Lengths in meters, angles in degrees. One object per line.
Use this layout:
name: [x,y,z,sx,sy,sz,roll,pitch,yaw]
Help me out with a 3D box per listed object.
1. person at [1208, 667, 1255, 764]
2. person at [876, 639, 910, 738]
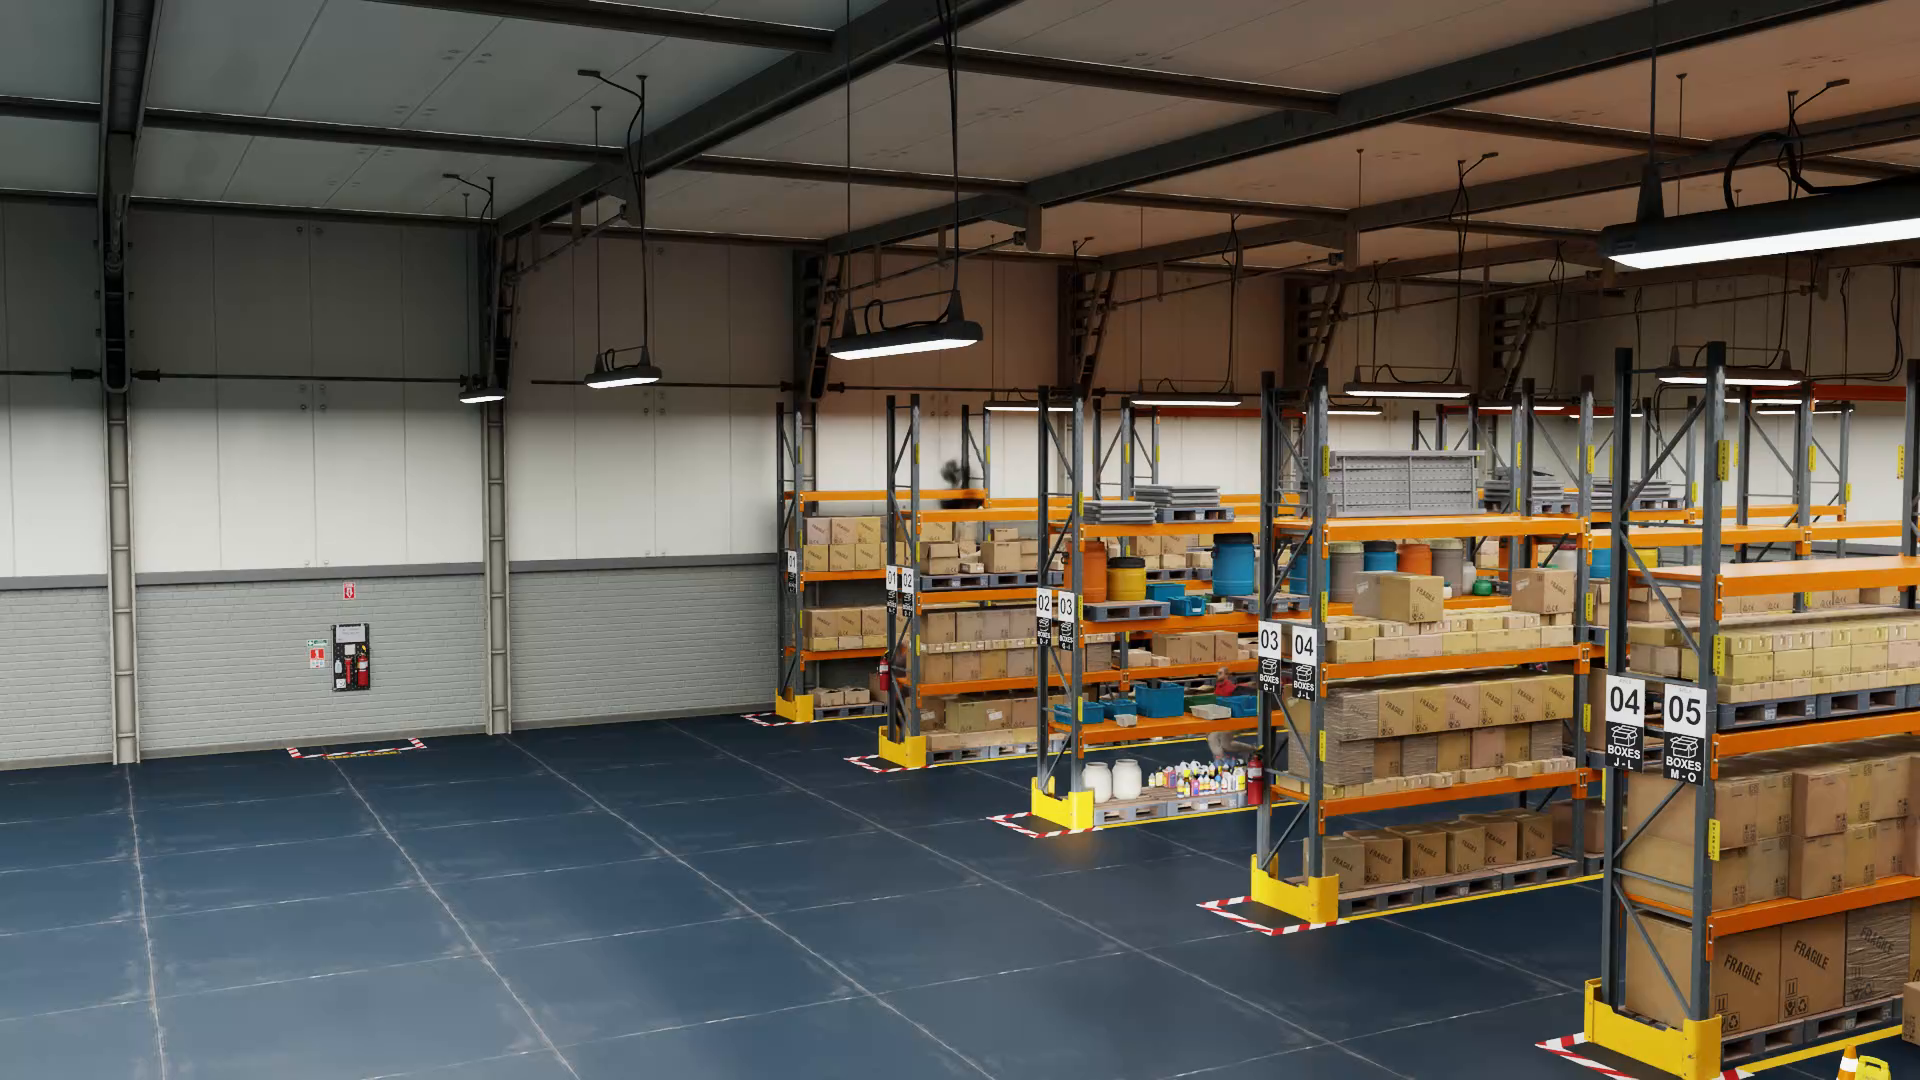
person: [4.271,2.884,26.373,0.771,1.609,0.646,-2,4,-25]
person: [-1.033,2.653,29.082,0.957,1.759,0.733,-2,4,-33]
